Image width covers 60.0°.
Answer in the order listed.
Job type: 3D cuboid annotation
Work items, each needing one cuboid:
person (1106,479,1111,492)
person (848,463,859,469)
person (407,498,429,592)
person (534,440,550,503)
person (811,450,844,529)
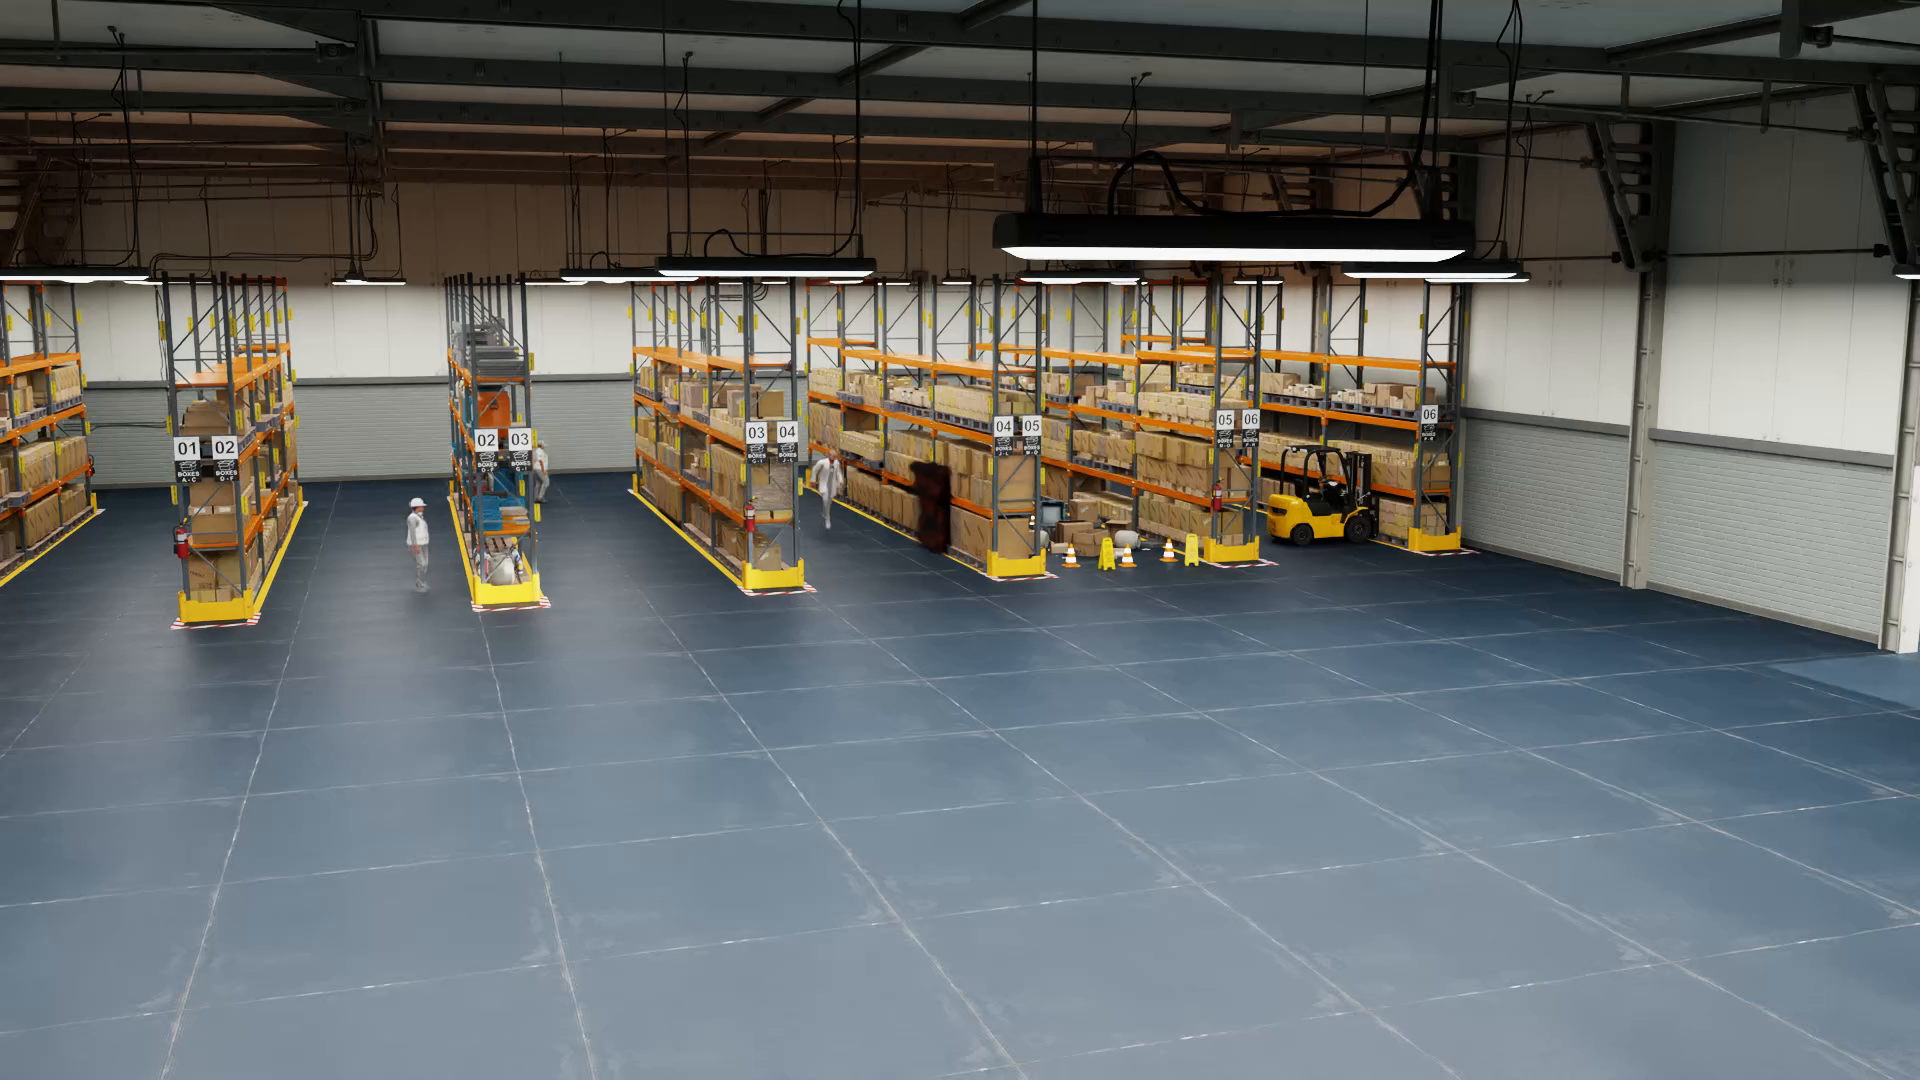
[{"bbox_3d":[3.972,-2.048,45.880,0.390,1.734,0.582,-2,9,-12],"label":"person"},{"bbox_3d":[-3.226,-2.669,50.397,0.516,1.619,0.368,-4,9,-25],"label":"person"},{"bbox_3d":[-10.279,0.111,31.732,0.517,1.826,0.530,2,9,15],"label":"person"},{"bbox_3d":[-11.257,-1.847,44.752,0.415,1.681,0.608,-3,9,-21],"label":"person"},{"bbox_3d":[-3.113,-1.219,38.894,0.724,1.798,0.929,-3,9,-19],"label":"person"}]
